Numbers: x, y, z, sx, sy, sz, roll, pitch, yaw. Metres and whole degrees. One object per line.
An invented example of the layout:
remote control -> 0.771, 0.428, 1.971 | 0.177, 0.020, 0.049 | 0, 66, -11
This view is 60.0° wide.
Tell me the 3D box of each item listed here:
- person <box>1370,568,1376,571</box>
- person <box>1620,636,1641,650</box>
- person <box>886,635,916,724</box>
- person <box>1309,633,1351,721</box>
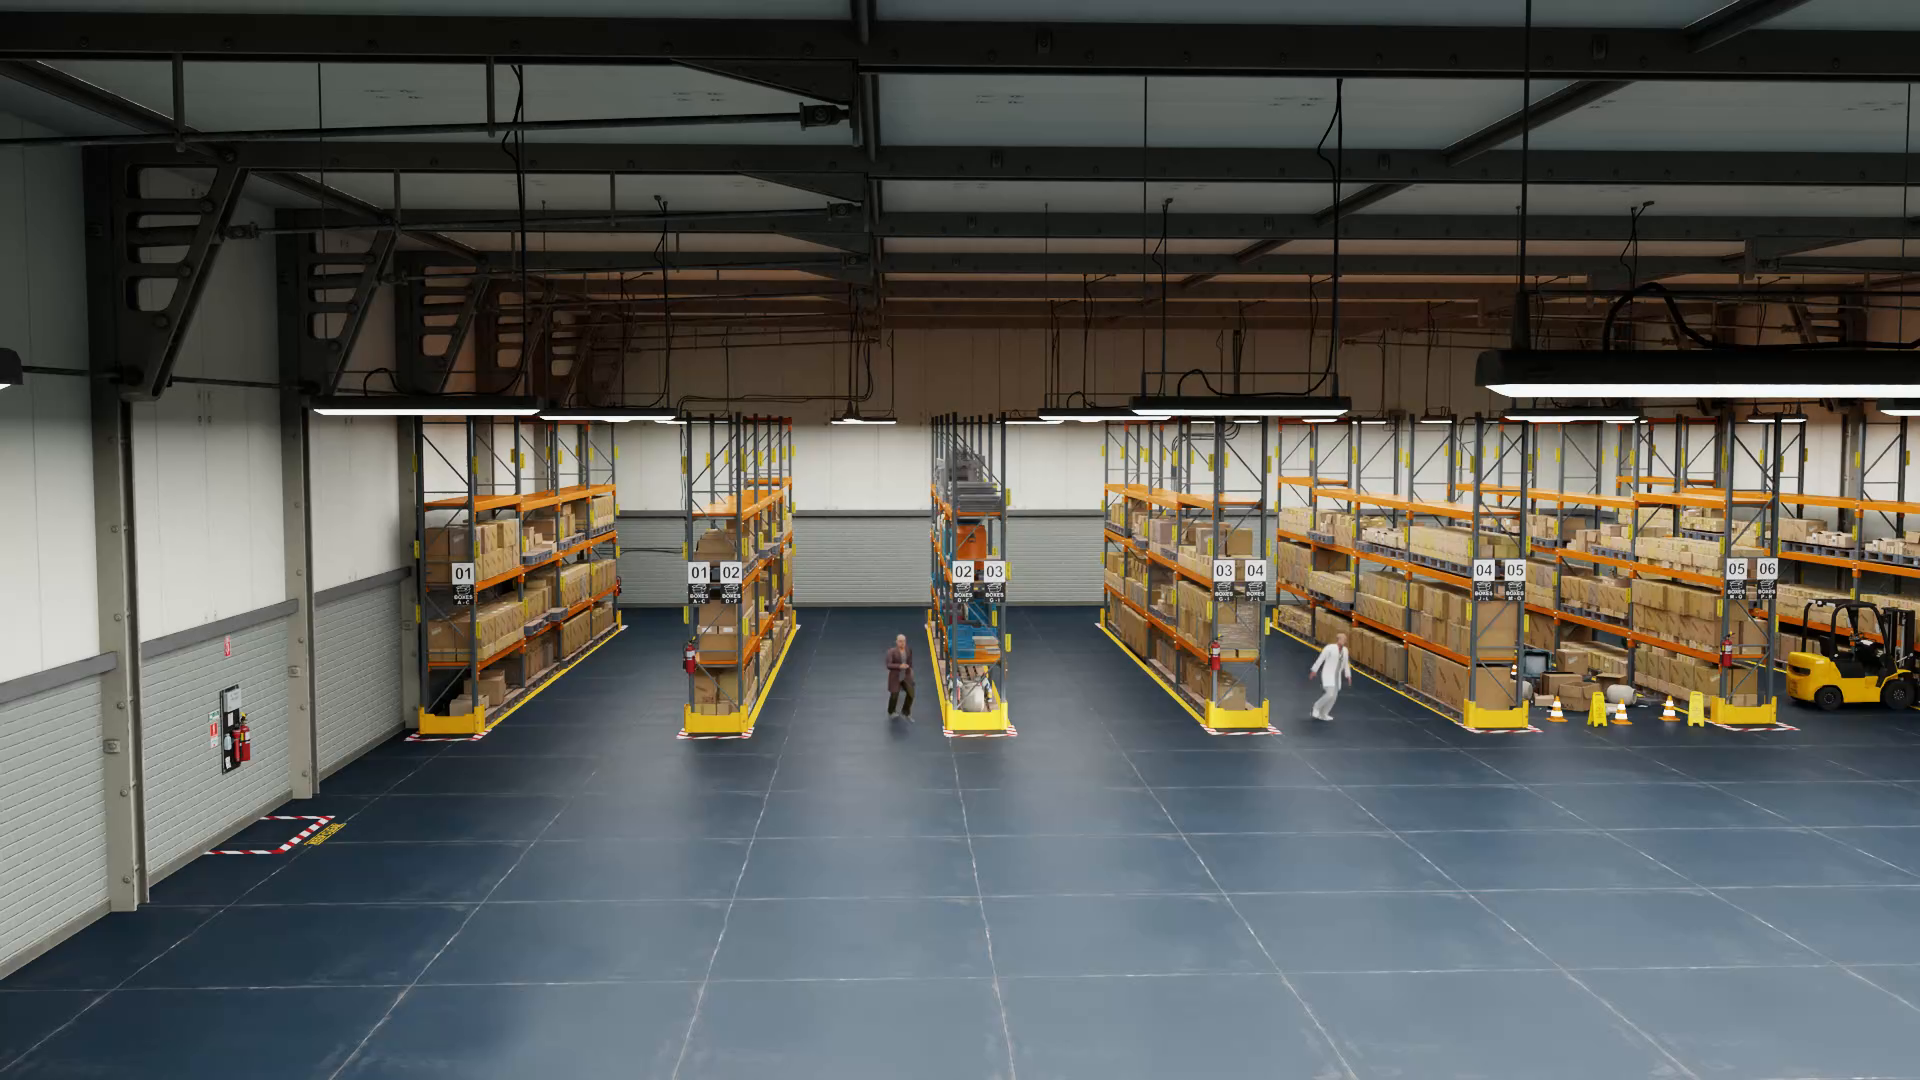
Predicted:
person -> 11.599, 1.672, 46.491 | 0.619, 1.731, 0.990 | -1, 4, -19
person -> 16.345, 2.115, 40.466 | 0.651, 1.737, 0.791 | -1, 4, -8
person -> -1.169, 2.670, 32.094 | 0.641, 1.729, 1.028 | -1, 4, -20
person -> 7.206, 2.659, 32.325 | 0.710, 1.727, 0.598 | -2, 5, -32
